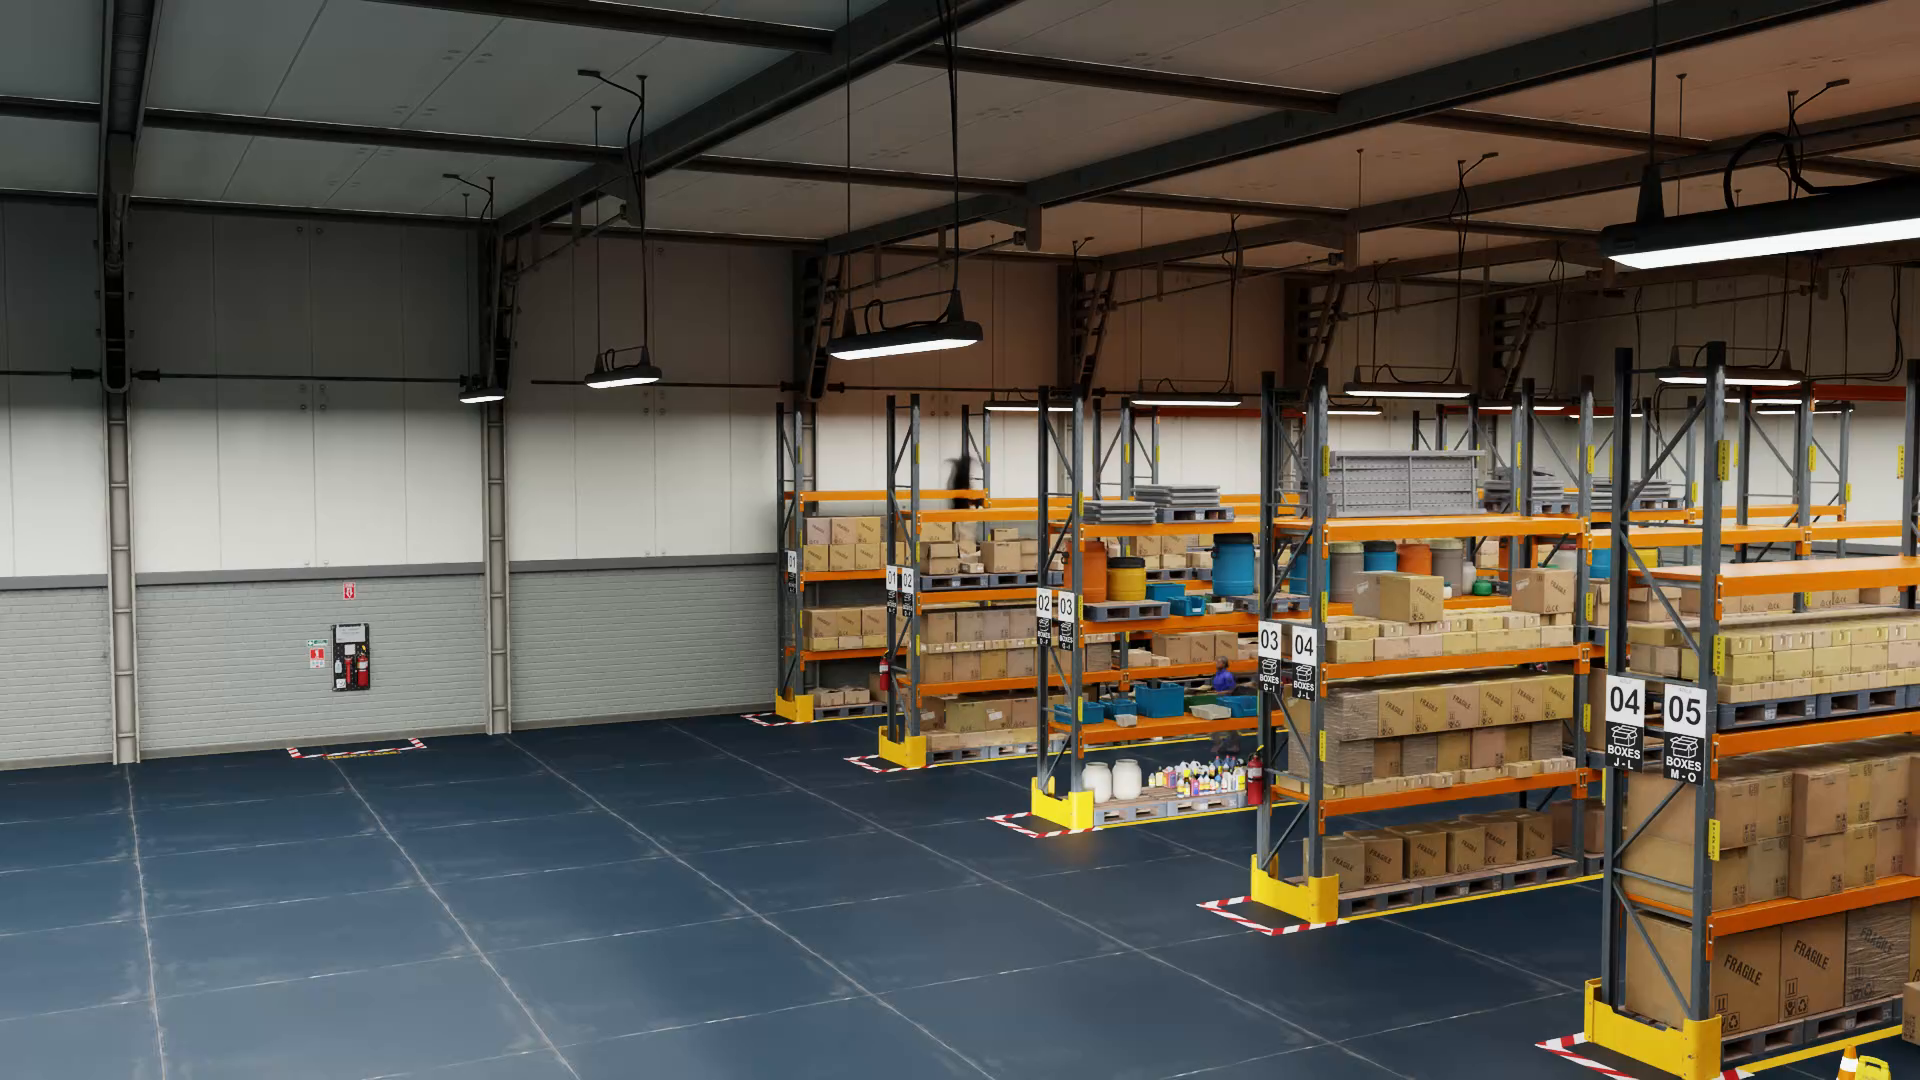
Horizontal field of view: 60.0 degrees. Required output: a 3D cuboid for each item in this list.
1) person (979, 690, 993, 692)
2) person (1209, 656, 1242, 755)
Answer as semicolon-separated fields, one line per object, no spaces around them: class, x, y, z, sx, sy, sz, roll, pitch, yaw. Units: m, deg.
person;0.546;2.770;29.881;0.956;1.459;0.535;-1;3;-21
person;4.411;2.779;27.763;0.729;1.689;0.557;-2;4;-31
